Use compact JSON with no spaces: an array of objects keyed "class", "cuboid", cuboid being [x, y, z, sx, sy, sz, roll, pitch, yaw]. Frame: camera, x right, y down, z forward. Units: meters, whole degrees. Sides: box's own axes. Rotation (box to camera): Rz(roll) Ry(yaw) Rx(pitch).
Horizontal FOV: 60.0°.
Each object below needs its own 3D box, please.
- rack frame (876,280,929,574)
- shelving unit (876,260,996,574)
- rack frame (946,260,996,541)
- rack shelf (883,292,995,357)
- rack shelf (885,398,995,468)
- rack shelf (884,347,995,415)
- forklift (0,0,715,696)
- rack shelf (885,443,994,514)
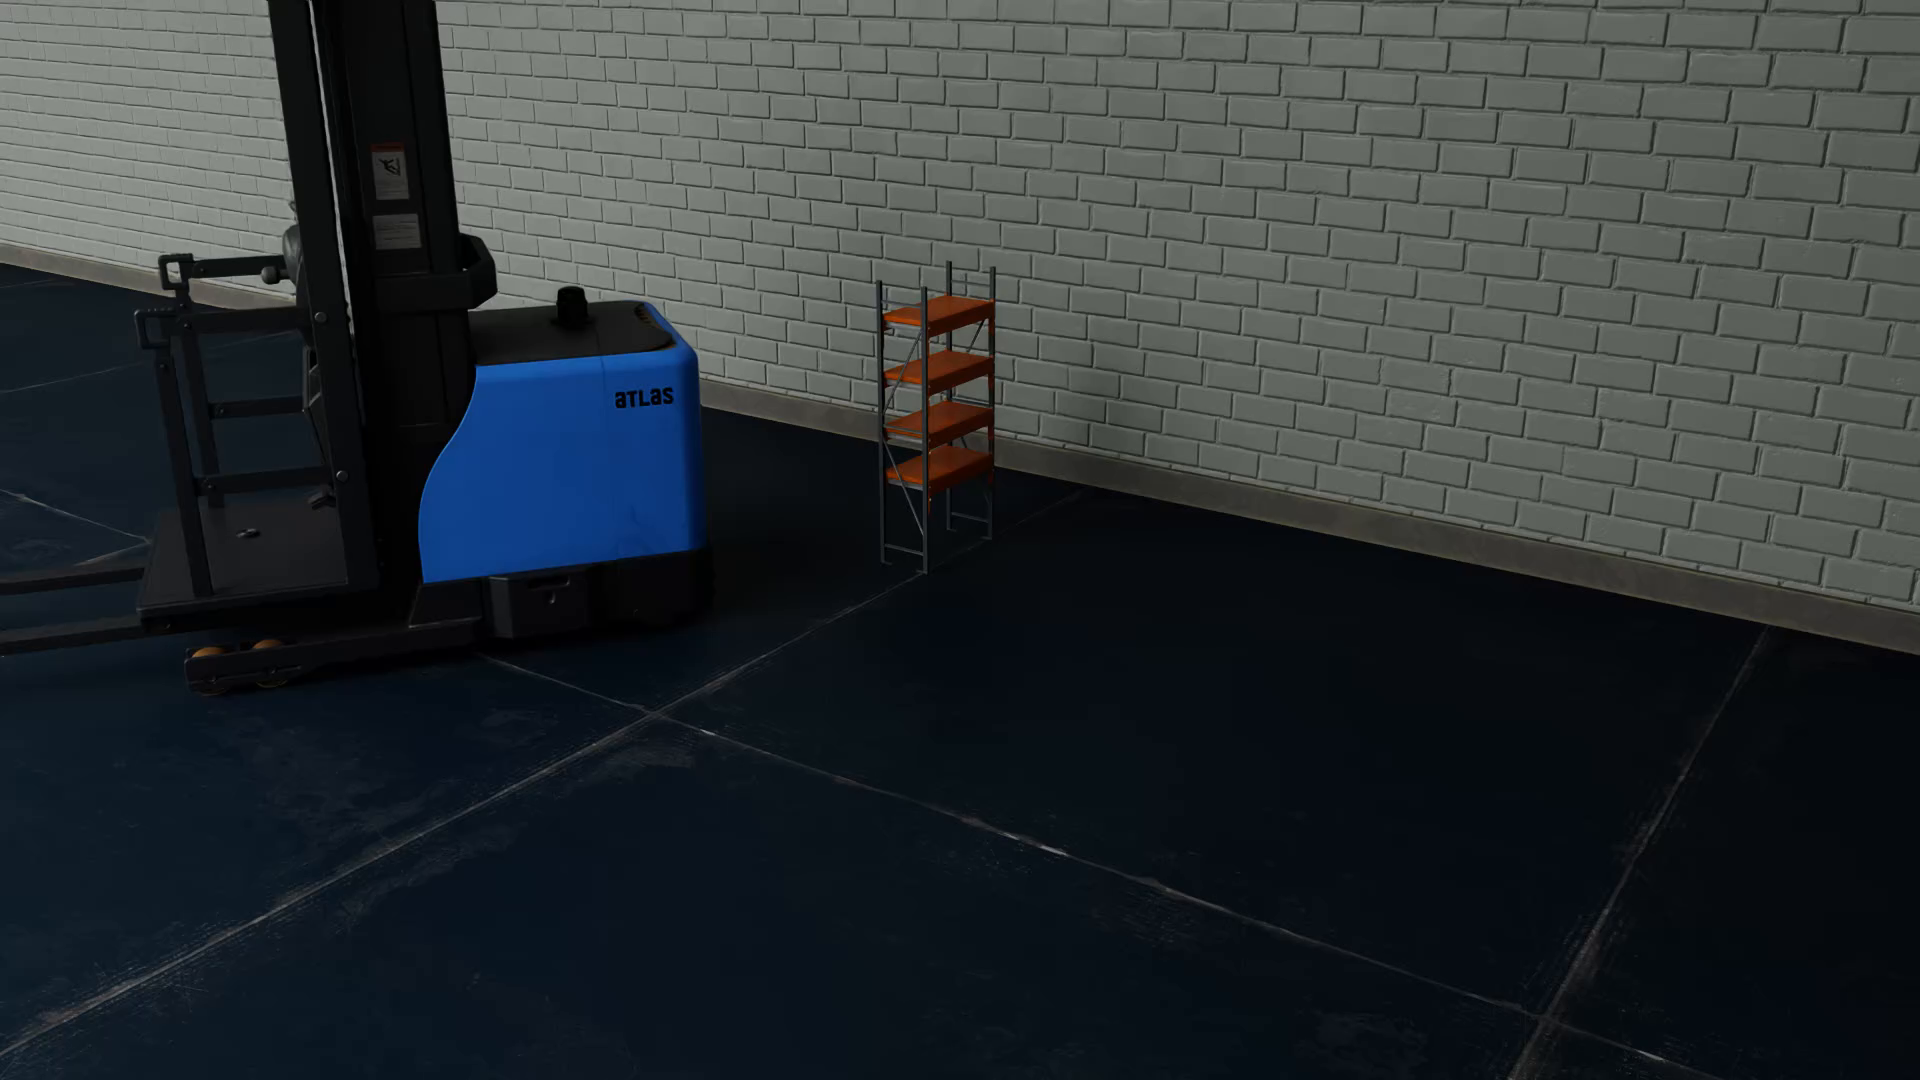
[{"class":"rack frame","cuboid":[-0.230,-0.445,6.739,0.240,1.200,0.015,13,24,32]},{"class":"shelving unit","cuboid":[-0.093,-0.515,6.928,0.258,1.200,0.503,13,24,32]},{"class":"rack frame","cuboid":[0.044,-0.585,7.118,0.240,1.200,0.015,13,24,32]},{"class":"rack shelf","cuboid":[-0.093,-0.884,6.792,0.258,0.148,0.480,13,24,32]},{"class":"rack shelf","cuboid":[-0.093,-0.452,6.952,0.258,0.148,0.480,13,24,32]},{"class":"rack shelf","cuboid":[-0.093,-0.662,6.874,0.258,0.148,0.480,13,24,32]},{"class":"forklift","cuboid":[-2.520,-1.038,5.846,3.031,2.935,1.130,-7,22,-19]},{"class":"rack shelf","cuboid":[-0.093,-0.266,7.021,0.258,0.148,0.480,13,24,32]}]
